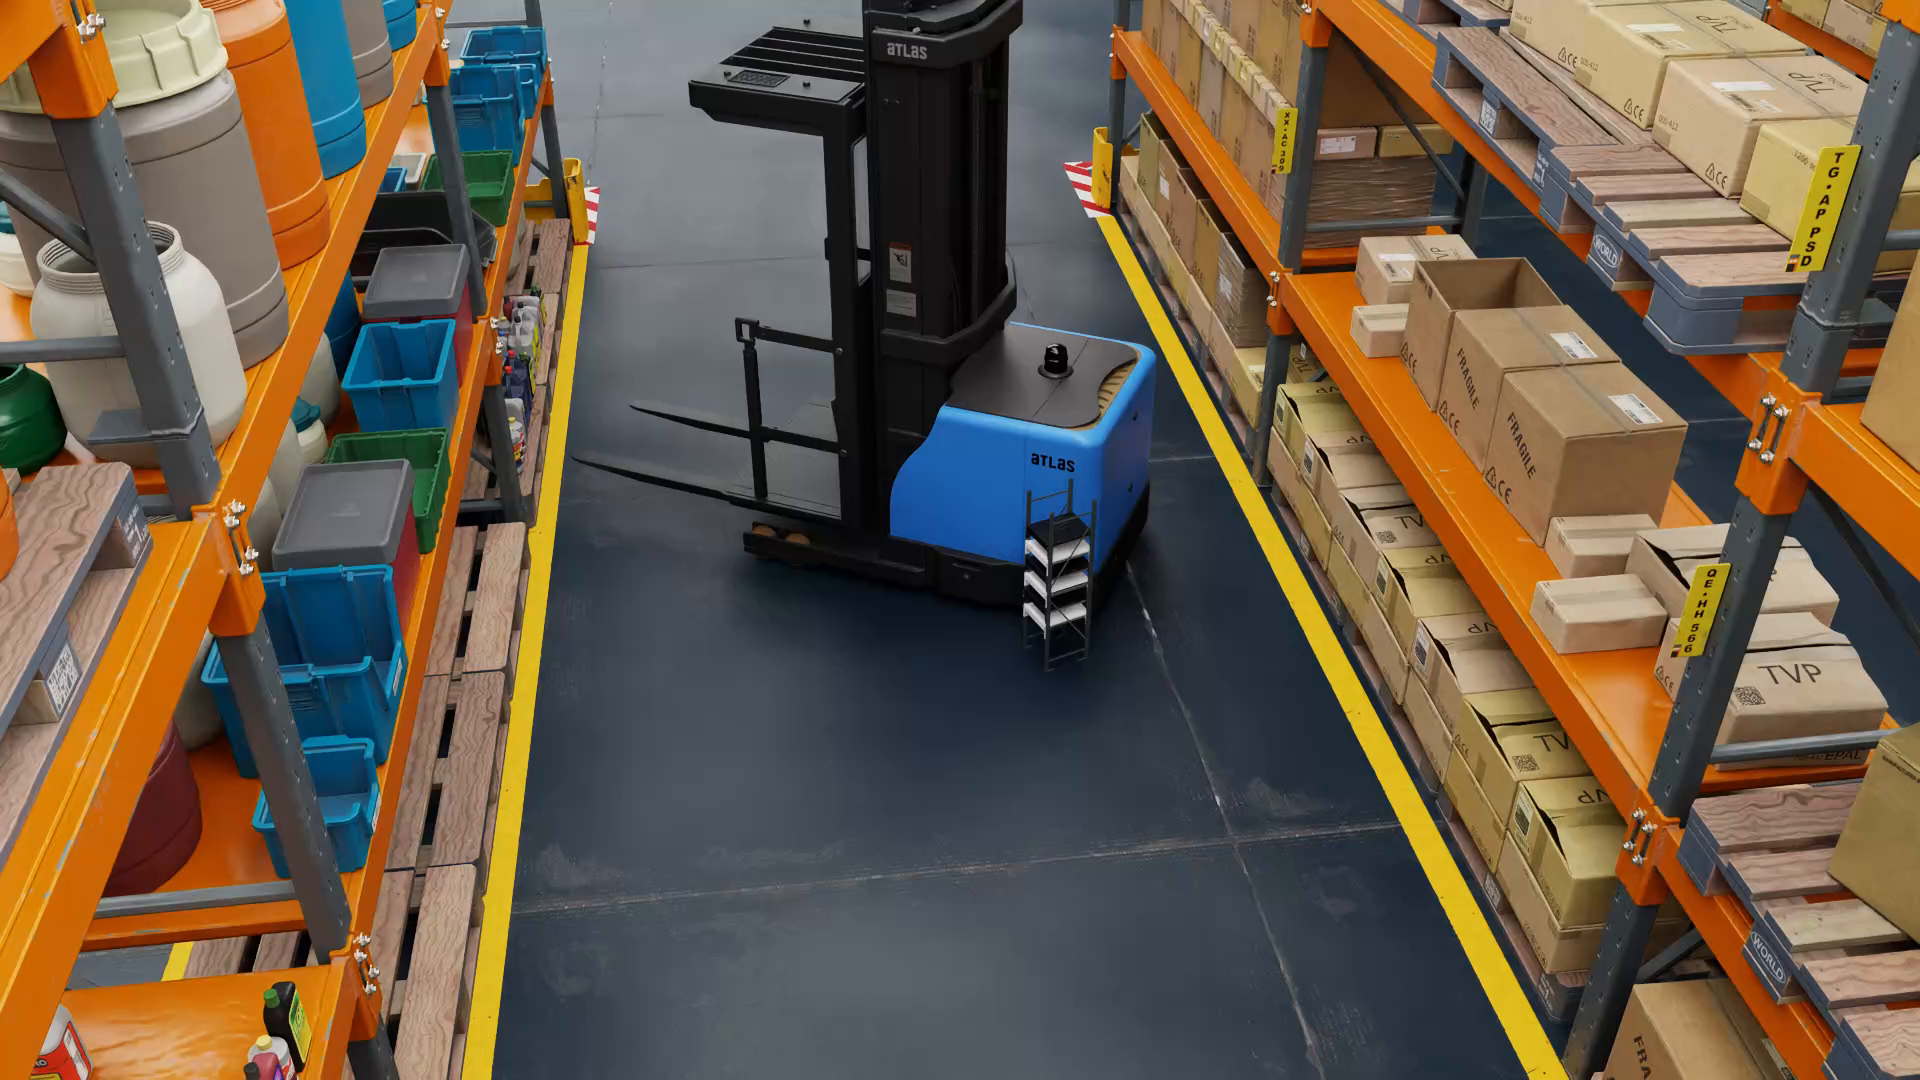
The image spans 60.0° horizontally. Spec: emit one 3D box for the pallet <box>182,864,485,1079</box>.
[{"bbox_3d":[-2.308,1.729,6.025,1.003,0.211,1.213,-4,35,-6],"label":"pallet"}]

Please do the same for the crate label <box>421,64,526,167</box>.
[{"bbox_3d":[-2.803,-2.460,9.665,0.502,0.435,0.616,-4,35,-6],"label":"crate label"}]

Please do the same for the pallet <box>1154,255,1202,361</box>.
[{"bbox_3d":[1.895,-1.570,10.867,1.003,0.211,1.213,-4,35,-6],"label":"pallet"}]

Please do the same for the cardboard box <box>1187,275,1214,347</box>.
[{"bbox_3d":[1.710,-1.430,10.254,0.500,0.250,0.500,-4,35,-6],"label":"cardboard box"}]

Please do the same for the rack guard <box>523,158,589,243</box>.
[{"bbox_3d":[-3.262,-2.381,11.799,1.175,0.500,0.348,-4,35,-6],"label":"rack guard"}]

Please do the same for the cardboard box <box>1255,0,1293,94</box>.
[{"bbox_3d":[1.993,-2.700,8.807,0.700,0.500,0.500,-4,35,-6],"label":"cardboard box"}]

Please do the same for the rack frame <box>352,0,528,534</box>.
[{"bbox_3d":[-2.781,-1.220,7.877,1.000,3.000,0.127,-4,35,-6],"label":"rack frame"}]

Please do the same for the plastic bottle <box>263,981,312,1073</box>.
[{"bbox_3d":[-1.765,1.254,4.350,0.061,0.283,0.133,-4,35,-6],"label":"plastic bottle"}]

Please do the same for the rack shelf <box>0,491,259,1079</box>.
[{"bbox_3d":[-1.974,1.186,2.322,1.077,0.370,4.000,-4,35,-6],"label":"rack shelf"}]

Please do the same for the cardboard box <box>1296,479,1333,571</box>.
[{"bbox_3d":[2.004,-0.101,8.304,0.500,0.250,0.500,-4,34,-5],"label":"cardboard box"}]

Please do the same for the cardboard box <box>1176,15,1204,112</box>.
[{"bbox_3d":[1.777,-3.035,10.451,0.700,0.500,0.500,-4,34,-6],"label":"cardboard box"}]

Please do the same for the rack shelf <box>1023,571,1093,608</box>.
[{"bbox_3d":[0.455,0.199,7.719,0.258,0.077,0.200,-17,38,-23],"label":"rack shelf"}]

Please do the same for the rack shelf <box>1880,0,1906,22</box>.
[{"bbox_3d":[2.397,-2.494,5.412,1.077,0.370,4.000,-4,35,-6],"label":"rack shelf"}]

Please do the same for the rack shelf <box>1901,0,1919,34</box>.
[{"bbox_3d":[2.935,-0.262,2.137,1.077,0.370,4.000,-4,35,-6],"label":"rack shelf"}]

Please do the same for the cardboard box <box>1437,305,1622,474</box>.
[{"bbox_3d":[2.354,-0.631,6.924,0.500,0.500,0.500,-4,35,-6],"label":"cardboard box"}]

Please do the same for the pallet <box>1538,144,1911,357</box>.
[{"bbox_3d":[2.486,-0.895,4.903,1.213,0.211,1.003,-3,34,-4],"label":"pallet"}]

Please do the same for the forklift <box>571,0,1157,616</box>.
[{"bbox_3d":[-0.580,-1.340,8.113,3.031,2.935,1.130,12,36,18],"label":"forklift"}]

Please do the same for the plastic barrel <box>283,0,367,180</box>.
[{"bbox_3d":[-2.321,-1.670,5.428,0.600,0.901,0.708,-4,35,-6],"label":"plastic barrel"}]

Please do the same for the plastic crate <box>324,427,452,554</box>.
[{"bbox_3d":[-2.267,-0.182,6.542,0.450,0.188,0.662,-4,35,-6],"label":"plastic crate"}]

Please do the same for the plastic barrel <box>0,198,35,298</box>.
[{"bbox_3d":[-2.645,-0.862,4.811,0.301,0.262,0.301,0,34,0],"label":"plastic barrel"}]

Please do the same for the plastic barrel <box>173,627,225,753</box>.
[{"bbox_3d":[-2.593,0.408,5.389,0.421,0.512,0.421,0,34,0],"label":"plastic barrel"}]

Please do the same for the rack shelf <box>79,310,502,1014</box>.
[{"bbox_3d":[-2.512,0.193,6.442,1.077,0.370,4.000,-4,35,-6],"label":"rack shelf"}]

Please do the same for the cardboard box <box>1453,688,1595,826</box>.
[{"bbox_3d":[2.275,0.807,6.473,0.500,0.311,0.500,-5,35,-7],"label":"cardboard box"}]

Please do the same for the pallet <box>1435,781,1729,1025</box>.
[{"bbox_3d":[2.594,1.329,6.613,1.003,0.211,1.213,-4,35,-6],"label":"pallet"}]

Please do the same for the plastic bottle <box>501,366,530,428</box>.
[{"bbox_3d":[-2.478,-0.789,9.206,0.144,0.351,0.185,-3,34,-5],"label":"plastic bottle"}]

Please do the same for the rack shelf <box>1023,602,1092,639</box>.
[{"bbox_3d":[0.456,0.347,7.820,0.258,0.077,0.200,-17,38,-23],"label":"rack shelf"}]

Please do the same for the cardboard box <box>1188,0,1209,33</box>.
[{"bbox_3d":[1.605,-3.181,10.089,0.380,0.149,0.250,-5,35,-7],"label":"cardboard box"}]

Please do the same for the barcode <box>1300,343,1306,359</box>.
[{"bbox_3d":[1.750,-0.965,8.479,0.001,0.075,0.075,-4,35,-6],"label":"barcode"}]

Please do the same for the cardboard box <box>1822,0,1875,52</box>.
[{"bbox_3d":[6.333,-3.564,11.431,0.500,0.250,0.500,-5,35,-8],"label":"cardboard box"}]

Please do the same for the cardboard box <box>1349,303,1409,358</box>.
[{"bbox_3d":[2.045,-0.979,7.747,0.380,0.149,0.250,-4,35,-6],"label":"cardboard box"}]

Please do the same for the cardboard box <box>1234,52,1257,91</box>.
[{"bbox_3d":[1.744,-2.606,9.246,0.380,0.149,0.250,-5,35,-7],"label":"cardboard box"}]

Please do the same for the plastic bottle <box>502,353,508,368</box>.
[{"bbox_3d":[-2.560,-0.941,9.499,0.097,0.271,0.097,0,34,0],"label":"plastic bottle"}]

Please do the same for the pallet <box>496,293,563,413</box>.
[{"bbox_3d":[-2.997,-1.128,10.218,1.003,0.211,1.213,-4,35,-6],"label":"pallet"}]

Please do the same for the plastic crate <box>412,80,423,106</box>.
[{"bbox_3d":[-3.517,-2.820,10.458,0.298,0.136,0.250,-4,35,-6],"label":"plastic crate"}]

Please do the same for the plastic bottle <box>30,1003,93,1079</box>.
[{"bbox_3d":[-2.354,1.318,4.263,0.152,0.276,0.135,-4,35,-6],"label":"plastic bottle"}]

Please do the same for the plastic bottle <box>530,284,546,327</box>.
[{"bbox_3d":[-2.603,-1.456,10.245,0.061,0.283,0.133,-4,34,-5],"label":"plastic bottle"}]

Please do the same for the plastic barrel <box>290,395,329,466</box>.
[{"bbox_3d":[-2.755,-0.413,6.815,0.301,0.262,0.301,0,34,0],"label":"plastic barrel"}]

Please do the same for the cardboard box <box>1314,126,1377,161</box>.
[{"bbox_3d":[1.879,-2.038,8.412,0.380,0.149,0.250,-4,35,-6],"label":"cardboard box"}]

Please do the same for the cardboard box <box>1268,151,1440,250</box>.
[{"bbox_3d":[2.062,-1.882,8.759,0.700,0.500,0.500,-5,35,-8],"label":"cardboard box"}]

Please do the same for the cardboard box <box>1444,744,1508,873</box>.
[{"bbox_3d":[2.281,1.039,6.630,0.500,0.250,0.500,-5,35,-7],"label":"cardboard box"}]

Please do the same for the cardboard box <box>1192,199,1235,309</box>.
[{"bbox_3d":[1.723,-1.741,10.044,0.500,0.500,0.500,-4,35,-6],"label":"cardboard box"}]

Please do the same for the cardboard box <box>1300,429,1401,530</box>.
[{"bbox_3d":[1.999,-0.333,8.146,0.500,0.311,0.500,-5,35,-7],"label":"cardboard box"}]

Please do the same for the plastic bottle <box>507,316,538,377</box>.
[{"bbox_3d":[-2.561,-1.132,9.709,0.144,0.351,0.185,-5,35,-7],"label":"plastic bottle"}]

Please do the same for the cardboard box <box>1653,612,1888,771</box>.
[{"bbox_3d":[2.661,0.469,5.477,0.500,0.311,0.500,-2,34,-3],"label":"cardboard box"}]

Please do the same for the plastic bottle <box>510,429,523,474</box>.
[{"bbox_3d":[-2.389,-0.486,8.831,0.097,0.271,0.097,0,34,0],"label":"plastic bottle"}]

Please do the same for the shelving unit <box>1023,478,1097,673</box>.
[{"bbox_3d":[0.455,0.171,7.700,0.258,0.900,0.210,-17,38,-23],"label":"shelving unit"}]

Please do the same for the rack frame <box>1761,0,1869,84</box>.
[{"bbox_3d":[6.498,-4.203,12.253,1.000,3.000,0.127,-4,35,-6],"label":"rack frame"}]

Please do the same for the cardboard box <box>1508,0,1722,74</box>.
[{"bbox_3d":[2.325,-1.873,5.931,0.500,0.250,0.500,-7,35,-10],"label":"cardboard box"}]

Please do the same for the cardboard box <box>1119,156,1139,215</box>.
[{"bbox_3d":[1.442,-2.547,11.892,0.500,0.250,0.500,-4,35,-6],"label":"cardboard box"}]

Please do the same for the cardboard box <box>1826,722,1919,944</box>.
[{"bbox_3d":[2.863,0.767,4.499,0.700,0.500,0.500,-16,37,-22],"label":"cardboard box"}]
